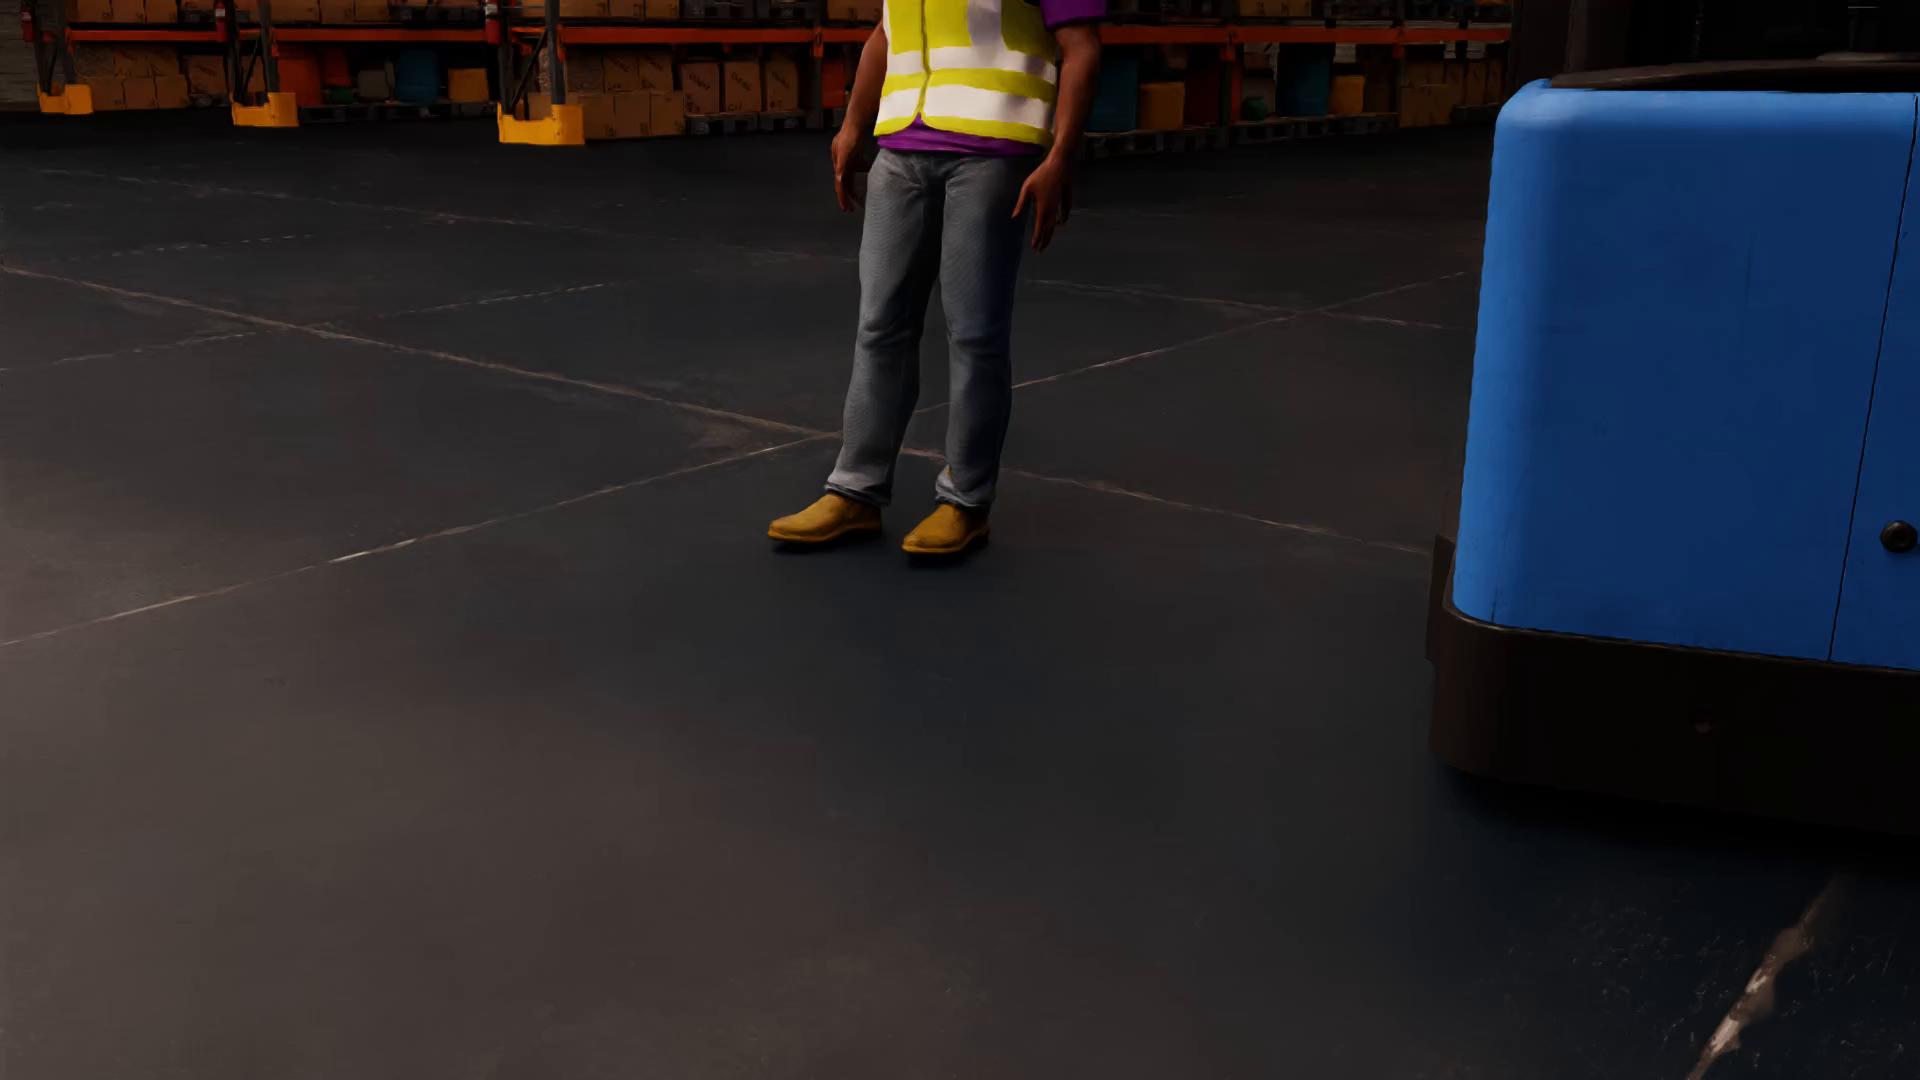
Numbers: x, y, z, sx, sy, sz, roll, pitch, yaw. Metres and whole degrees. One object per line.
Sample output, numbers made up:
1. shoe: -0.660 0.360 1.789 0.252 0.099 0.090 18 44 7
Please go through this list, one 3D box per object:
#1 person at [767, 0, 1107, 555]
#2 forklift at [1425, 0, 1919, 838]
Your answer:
1. person: -0.048 -0.838 3.635 0.665 1.766 0.576 13 21 37
2. forklift: 1.709 -1.346 3.329 1.130 2.935 3.031 6 18 19
